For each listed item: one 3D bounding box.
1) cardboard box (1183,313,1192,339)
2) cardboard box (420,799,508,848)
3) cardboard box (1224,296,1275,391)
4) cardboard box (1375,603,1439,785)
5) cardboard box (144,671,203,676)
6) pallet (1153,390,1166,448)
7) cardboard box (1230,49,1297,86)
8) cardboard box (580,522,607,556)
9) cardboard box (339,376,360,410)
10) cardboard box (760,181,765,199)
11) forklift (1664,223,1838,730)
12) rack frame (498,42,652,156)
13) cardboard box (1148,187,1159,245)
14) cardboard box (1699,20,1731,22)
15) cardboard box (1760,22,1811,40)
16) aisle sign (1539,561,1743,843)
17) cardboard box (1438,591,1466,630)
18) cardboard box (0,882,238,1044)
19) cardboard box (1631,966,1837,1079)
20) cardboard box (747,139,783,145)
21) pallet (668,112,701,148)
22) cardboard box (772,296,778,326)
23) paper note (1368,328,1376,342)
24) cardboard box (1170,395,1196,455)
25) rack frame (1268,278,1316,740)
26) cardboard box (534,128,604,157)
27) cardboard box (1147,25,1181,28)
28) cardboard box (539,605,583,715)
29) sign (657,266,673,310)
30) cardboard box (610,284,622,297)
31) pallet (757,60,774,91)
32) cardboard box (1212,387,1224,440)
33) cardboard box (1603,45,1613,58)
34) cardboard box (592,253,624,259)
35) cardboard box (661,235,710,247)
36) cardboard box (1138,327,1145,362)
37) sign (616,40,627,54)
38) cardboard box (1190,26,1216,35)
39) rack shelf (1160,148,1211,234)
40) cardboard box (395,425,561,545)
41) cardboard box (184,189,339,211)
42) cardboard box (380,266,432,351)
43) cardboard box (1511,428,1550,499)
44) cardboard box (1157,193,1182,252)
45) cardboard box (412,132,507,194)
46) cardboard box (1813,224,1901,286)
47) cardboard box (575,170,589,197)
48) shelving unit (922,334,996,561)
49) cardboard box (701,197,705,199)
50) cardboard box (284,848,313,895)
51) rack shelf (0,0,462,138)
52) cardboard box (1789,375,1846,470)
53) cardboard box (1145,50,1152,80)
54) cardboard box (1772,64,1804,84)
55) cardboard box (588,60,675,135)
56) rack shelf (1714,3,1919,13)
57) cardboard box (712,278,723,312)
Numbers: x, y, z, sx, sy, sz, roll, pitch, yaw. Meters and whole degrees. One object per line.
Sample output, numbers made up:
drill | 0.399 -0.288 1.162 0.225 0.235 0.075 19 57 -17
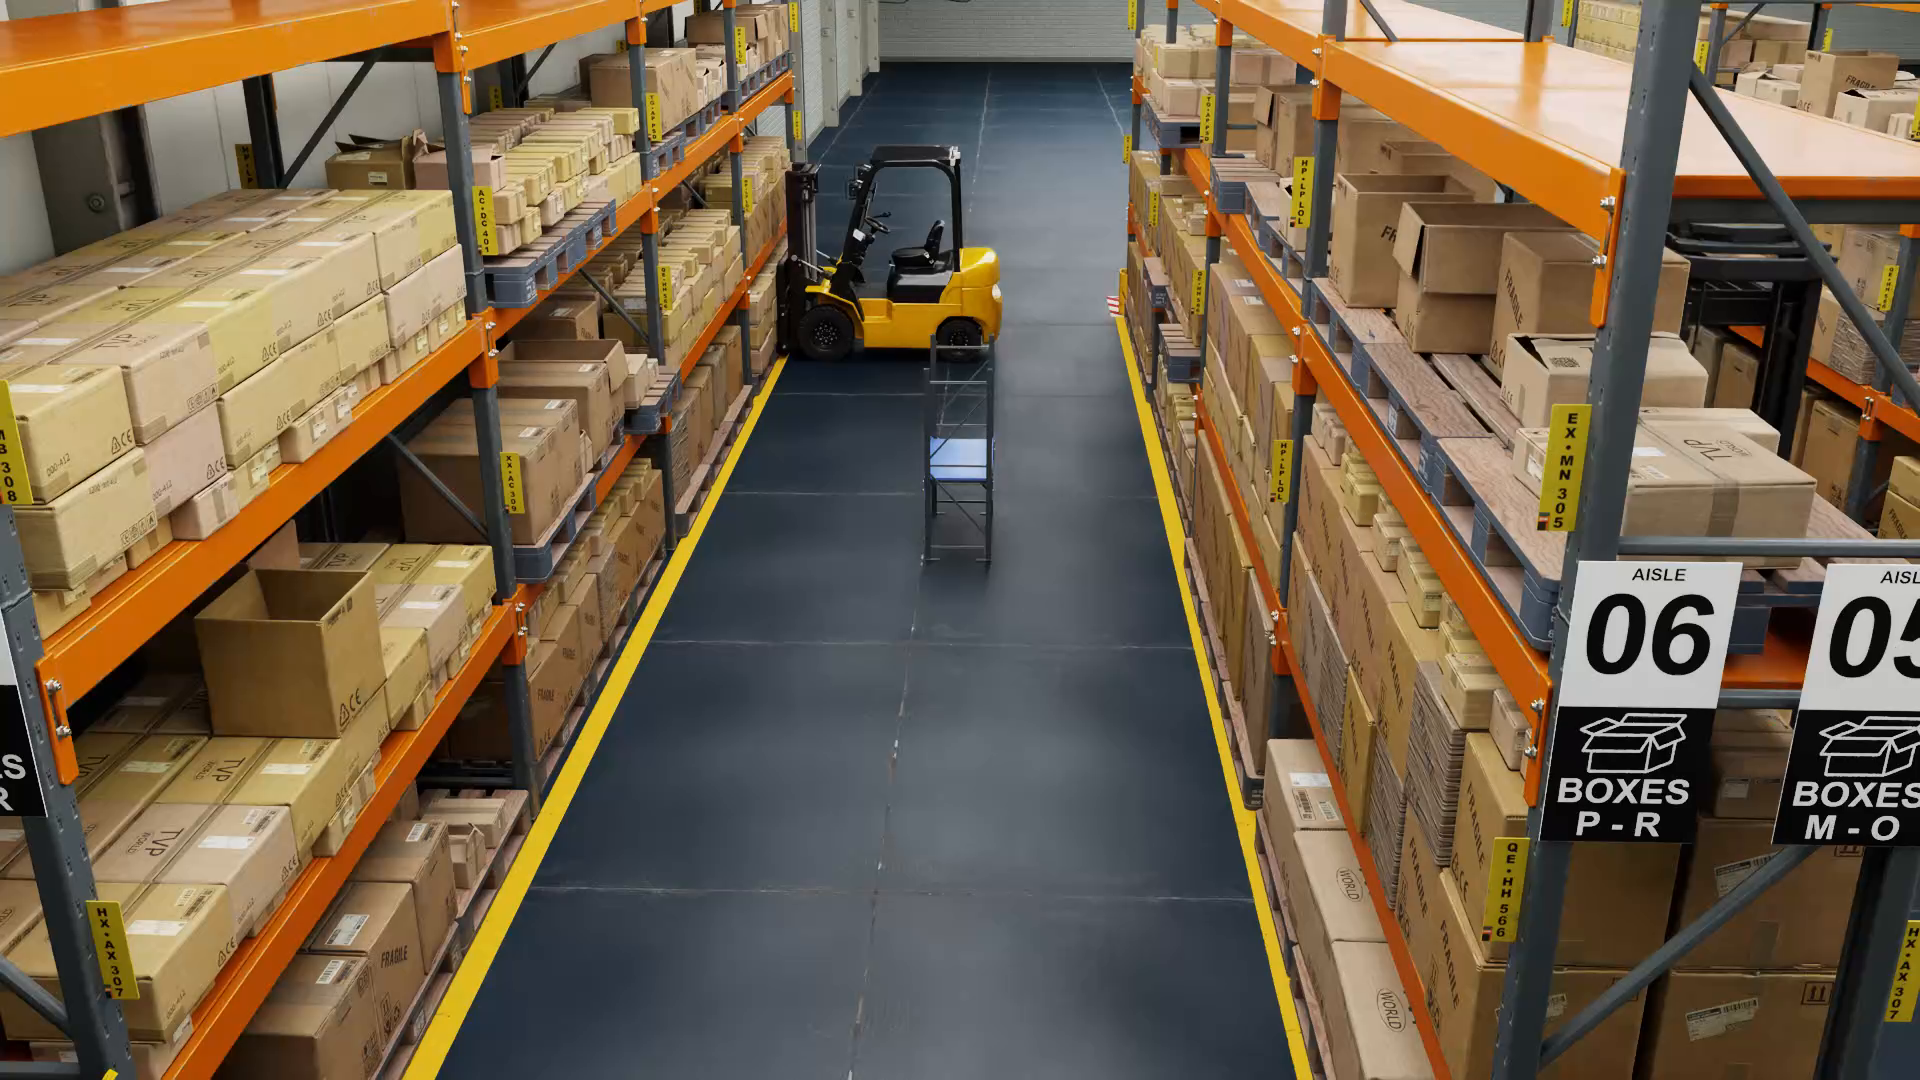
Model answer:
cardboard box | 1.940 -1.671 12.955 0.380 0.149 0.250 0 21 1
cardboard box | -2.540 1.449 8.508 0.380 0.149 0.250 0 21 0
cardboard box | 1.971 -1.253 10.590 0.500 0.500 0.500 1 21 3
cardboard box | 1.805 0.553 5.937 0.500 0.500 0.500 1 21 1
cardboard box | -3.127 0.587 7.167 0.500 0.250 0.500 1 21 3
pallet | 2.366 -1.147 15.692 1.003 0.211 1.213 1 21 2
cardboard box | 2.489 -3.905 13.736 0.500 0.250 0.500 1 21 3
cardboard box | -2.525 -0.007 10.880 0.380 0.149 0.250 0 21 -1
cardboard box | -2.611 -0.575 6.565 0.380 0.149 0.250 1 21 2
cardboard box | -2.223 -3.614 17.162 0.380 0.149 0.250 0 21 1
forklift | 4.584 -0.654 10.662 1.130 2.935 3.031 1 21 2
rack frame | -2.695 -4.132 11.238 1.000 3.000 0.127 1 21 2
cardboard box | 2.162 -3.263 16.742 0.500 0.500 0.500 1 21 3
cardboard box | 7.039 -4.833 15.717 0.380 0.149 0.250 1 21 1
cardboard box | 7.690 -4.733 15.461 0.380 0.149 0.250 1 21 2
aisle sign | 1.711 0.421 4.202 0.394 0.787 0.004 1 21 2
cardboard box | 1.869 0.293 5.710 0.380 0.149 0.250 0 21 1
cardboard box | -2.655 1.328 5.257 0.500 0.250 0.500 1 21 2
cardboard box | 2.325 1.394 5.152 0.500 0.500 0.500 0 21 1
cardboard box | -2.228 -4.494 19.018 0.380 0.149 0.250 1 21 2
pallet | -2.733 -3.296 13.492 1.003 0.211 1.213 2 21 4
cardboard box | -2.210 -2.464 17.761 0.500 0.250 0.500 0 21 1
paper note | 1.505 -0.751 6.086 0.006 0.032 0.123 1 21 2
cardboard box | 2.337 -0.998 14.506 0.950 0.372 0.625 1 21 3
rack frame | 2.145 0.164 8.458 1.000 3.000 0.127 1 21 2
cardboard box | -2.444 -2.483 10.379 0.380 0.149 0.250 0 21 0
cardboard box | 2.295 -5.701 18.674 0.380 0.149 0.250 0 21 1
cardboard box | -2.571 0.716 9.913 0.500 0.500 0.500 0 21 1
sign | -2.152 -1.835 12.121 0.100 0.325 0.005 1 21 2
cardboard box | -2.945 -1.849 13.163 0.500 0.250 0.500 1 21 2
pallet | -2.533 -4.887 17.453 1.003 0.211 1.213 1 21 2
cardboard box | 2.002 -0.852 11.285 0.500 0.250 0.500 0 21 0
cardboard box | 7.099 -5.195 17.752 0.380 0.149 0.250 1 21 2
cardboard box | -2.975 -2.267 13.690 0.380 0.149 0.250 0 21 1
cardboard box | -2.371 -2.542 14.399 0.380 0.149 0.250 1 21 2
cardboard box | 2.144 -2.051 17.390 0.500 0.250 0.500 0 21 0
sign | -3.128 -4.463 15.414 0.100 0.325 0.005 1 21 2
cardboard box | 2.748 -5.609 18.436 0.380 0.149 0.250 1 21 3
rack shelf | 2.327 -3.068 13.637 1.077 0.370 4.000 1 21 2
cardboard box | -2.578 -0.304 8.946 0.700 0.500 0.500 1 21 3
cardboard box | -3.116 -1.413 7.483 0.500 0.250 0.500 0 21 1
cardboard box | -2.586 -0.991 7.085 0.500 0.250 0.500 0 21 0
cardboard box | 1.880 -0.229 4.955 0.380 0.149 0.250 -1 21 -3
cardboard box | 2.087 -2.943 15.337 0.500 0.500 0.500 1 21 3
cardboard box | -2.458 -1.849 8.146 0.396 0.266 0.258 0 21 1
cardboard box | 7.269 -2.307 13.308 0.700 0.500 0.500 0 21 1
cardboard box | -2.389 -2.072 9.705 0.380 0.149 0.250 1 21 3
shelving unit | 0.003 -0.730 12.837 0.538 1.500 1.048 1 21 2
cardboard box | -2.761 -3.619 17.174 0.380 0.149 0.250 1 21 3
cardboard box | -2.648 1.184 6.178 0.380 0.149 0.250 1 21 2
rack shelf | -2.877 -1.626 5.777 1.077 0.370 4.000 1 21 2
cardboard box | 7.349 -0.946 13.850 1.050 0.750 0.750 1 21 2
cardboard box | 2.177 -4.909 17.182 0.500 0.250 0.500 1 21 3
cardboard box | 7.478 -4.024 14.595 0.500 0.250 0.500 1 21 2
cardboard box | -2.429 -3.282 12.336 0.500 0.500 0.500 1 21 2
rack shelf | 7.278 -4.262 13.120 1.077 0.370 4.000 1 21 2
cardboard box | -2.383 -2.165 14.670 0.500 0.250 0.500 1 21 2
